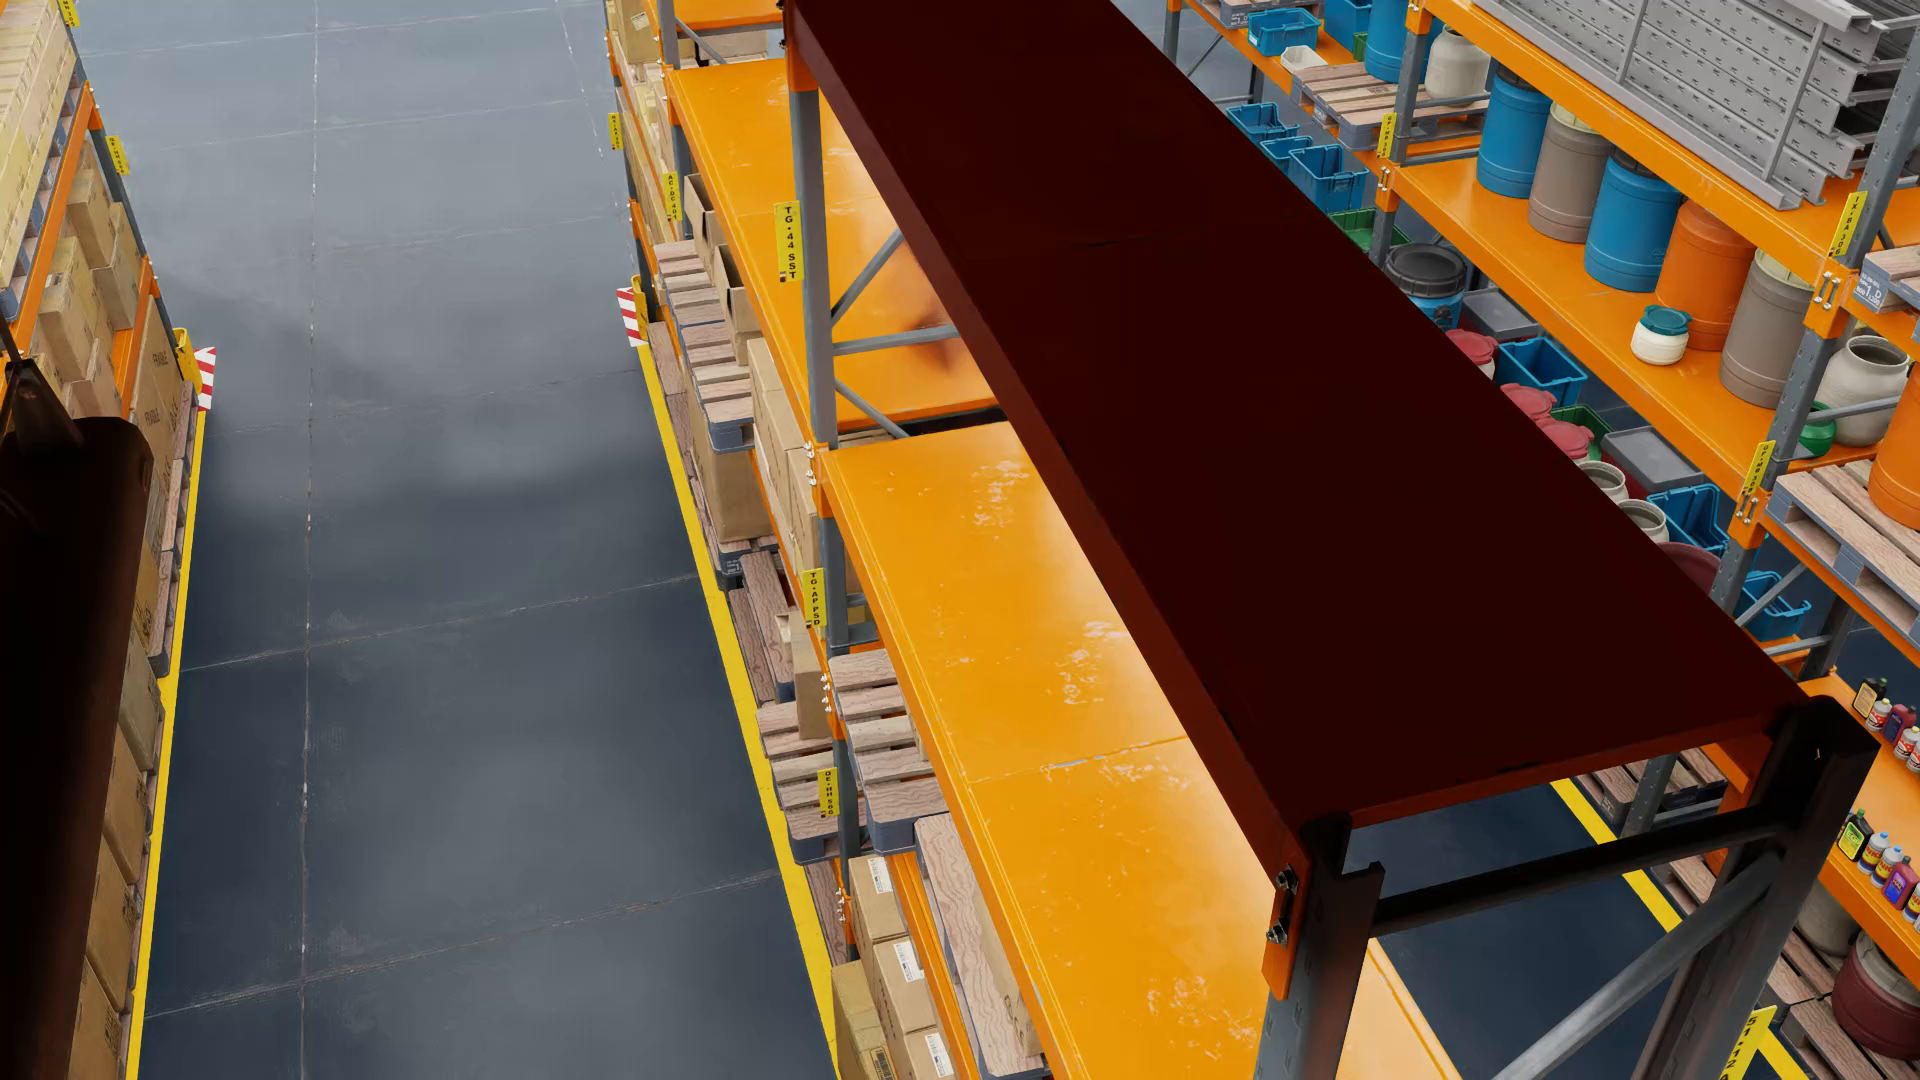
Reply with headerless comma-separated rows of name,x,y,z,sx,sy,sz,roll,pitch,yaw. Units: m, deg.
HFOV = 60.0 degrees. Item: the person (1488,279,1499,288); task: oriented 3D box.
person,4.626,-2.223,14.314,0.588,1.633,0.567,-8,39,-10
